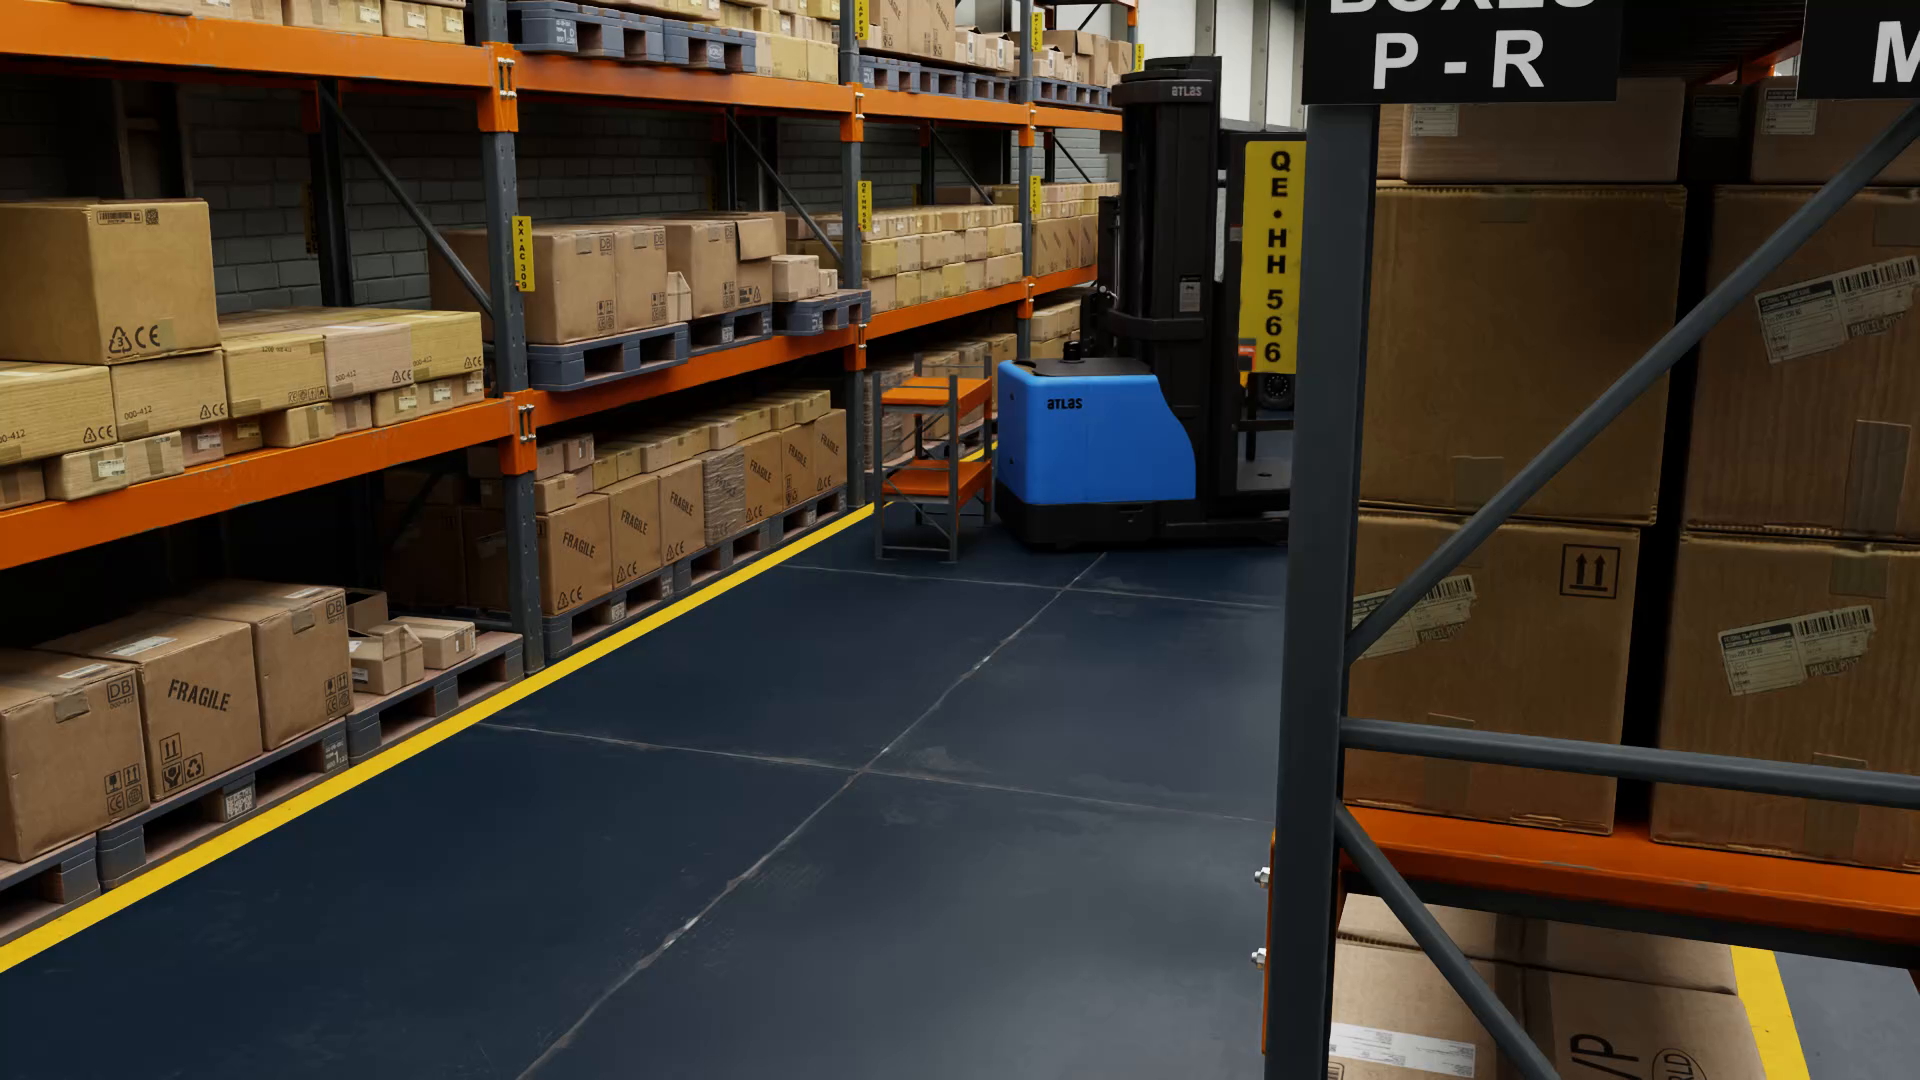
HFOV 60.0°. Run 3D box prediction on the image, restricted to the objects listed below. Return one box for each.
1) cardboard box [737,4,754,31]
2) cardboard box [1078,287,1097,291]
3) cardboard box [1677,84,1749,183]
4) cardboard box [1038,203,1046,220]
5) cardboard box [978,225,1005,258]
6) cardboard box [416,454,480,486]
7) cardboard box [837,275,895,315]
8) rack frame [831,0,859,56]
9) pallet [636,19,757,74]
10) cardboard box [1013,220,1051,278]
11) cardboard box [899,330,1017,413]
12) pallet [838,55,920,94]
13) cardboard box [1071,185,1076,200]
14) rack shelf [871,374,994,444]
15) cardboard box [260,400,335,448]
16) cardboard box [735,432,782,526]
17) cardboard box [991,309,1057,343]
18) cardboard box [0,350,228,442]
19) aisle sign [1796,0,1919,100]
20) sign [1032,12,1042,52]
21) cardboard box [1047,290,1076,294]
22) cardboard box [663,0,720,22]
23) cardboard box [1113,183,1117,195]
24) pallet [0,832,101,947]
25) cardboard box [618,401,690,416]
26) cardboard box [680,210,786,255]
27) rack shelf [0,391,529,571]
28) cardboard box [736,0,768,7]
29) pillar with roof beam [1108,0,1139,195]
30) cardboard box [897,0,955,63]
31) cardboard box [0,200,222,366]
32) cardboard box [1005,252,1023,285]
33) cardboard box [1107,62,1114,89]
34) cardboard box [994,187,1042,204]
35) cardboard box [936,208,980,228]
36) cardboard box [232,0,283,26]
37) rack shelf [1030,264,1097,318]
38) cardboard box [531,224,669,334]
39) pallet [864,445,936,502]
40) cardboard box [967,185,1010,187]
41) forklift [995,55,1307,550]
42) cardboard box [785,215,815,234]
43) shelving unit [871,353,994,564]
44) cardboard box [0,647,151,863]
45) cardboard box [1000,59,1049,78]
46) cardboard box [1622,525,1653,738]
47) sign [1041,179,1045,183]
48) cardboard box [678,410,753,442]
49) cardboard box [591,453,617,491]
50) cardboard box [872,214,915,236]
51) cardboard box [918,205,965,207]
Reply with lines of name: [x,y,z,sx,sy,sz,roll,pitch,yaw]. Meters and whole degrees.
cardboard box: [-1.415,-3.000,9.590,0.380,0.149,0.250,4,14,19]
cardboard box: [1.585,-2.636,18.284,0.500,0.250,0.500,5,14,20]
cardboard box: [1.354,-0.646,2.647,0.380,0.149,0.250,5,14,20]
cardboard box: [0.579,-3.029,15.336,0.380,0.149,0.250,5,14,20]
cardboard box: [0.068,-2.501,13.920,0.500,0.250,0.500,4,13,17]
cardboard box: [-2.517,-0.333,8.423,0.380,0.149,0.250,4,14,18]
cardboard box: [-0.774,-1.722,11.628,0.500,0.250,0.500,4,14,19]
rack frame: [-1.149,-4.644,10.611,1.000,3.000,0.127,4,14,18]
pallet: [-1.833,-2.599,8.813,1.213,0.211,1.003,4,14,18]
cardboard box: [0.536,-2.685,15.285,0.500,0.500,0.500,4,13,17]
cardboard box: [-0.013,-1.498,14.702,0.875,0.625,0.625,5,14,21]
pallet: [-1.014,-3.239,11.620,1.213,0.211,1.003,5,14,21]
cardboard box: [0.934,-3.448,16.502,0.380,0.149,0.250,4,14,19]
rack shelf: [-0.154,-0.815,10.217,0.538,0.278,1.000,3,13,12]
cardboard box: [-2.599,-0.447,6.271,0.380,0.149,0.250,4,13,18]
cardboard box: [-1.421,-0.386,10.111,0.500,0.500,0.500,5,14,21]
cardboard box: [0.598,-1.992,15.464,0.500,0.250,0.500,4,13,18]
cardboard box: [-2.867,-0.505,5.628,0.500,0.250,0.500,4,13,17]
aisle sign: [1.211,-0.909,1.890,0.394,0.787,0.004,4,14,18]
sign: [0.662,-4.392,14.380,0.100,0.325,0.005,4,14,18]
cardboard box: [0.946,-2.562,17.961,0.500,0.250,0.500,4,14,18]
cardboard box: [-1.497,-2.830,8.802,0.380,0.149,0.250,5,14,20]
cardboard box: [1.472,-3.769,17.908,0.380,0.149,0.250,4,14,18]
pallet: [-3.456,1.141,5.015,1.003,0.211,1.213,4,14,18]
cardboard box: [-1.905,-0.771,10.343,0.380,0.149,0.250,4,13,16]
cardboard box: [-1.464,-1.875,10.796,0.500,0.500,0.500,5,14,21]
rack shelf: [-3.091,-0.105,5.824,1.077,0.370,4.000,4,14,18]
cardboard box: [-1.321,-3.134,9.510,0.380,0.149,0.250,4,13,17]
pillar with roof beam: [6.376,-7.200,21.810,9.100,9.000,0.400,4,14,18]
cardboard box: [-0.355,-3.833,12.406,0.500,0.500,0.500,5,14,20]
cardboard box: [-2.851,-0.864,5.517,0.500,0.500,0.500,5,14,20]
cardboard box: [0.229,-2.363,14.438,0.500,0.250,0.500,5,14,20]
cardboard box: [1.376,-4.804,17.188,0.396,0.266,0.258,4,14,19]
cardboard box: [0.529,-3.117,15.053,0.380,0.149,0.250,5,14,20]
cardboard box: [-0.055,-2.619,13.541,0.380,0.149,0.250,4,13,17]
cardboard box: [-2.656,-1.907,5.926,0.380,0.149,0.250,5,14,20]
rack shelf: [0.792,-2.632,16.894,1.077,0.370,4.000,4,14,18]
cardboard box: [-1.908,-1.325,8.385,0.700,0.500,0.500,5,14,19]
pallet: [-0.846,-0.530,12.336,1.003,0.211,1.213,4,14,18]
cardboard box: [0.280,-3.377,16.193,0.380,0.149,0.250,4,13,17]
forklift: [1.796,-1.508,10.507,3.031,2.935,1.130,-2,13,-10]
cardboard box: [-1.257,-2.230,11.836,0.380,0.149,0.250,5,14,20]
shelving unit: [-0.154,-0.530,10.283,0.538,1.125,1.048,3,13,12]
cardboard box: [-3.137,0.680,5.441,0.700,0.500,0.500,5,14,21]
cardboard box: [0.577,-4.227,14.923,0.380,0.149,0.250,5,14,20]
cardboard box: [1.524,0.084,3.153,0.500,0.500,0.500,4,13,18]
sign: [0.916,-3.905,18.734,0.100,0.325,0.005,4,14,18]
cardboard box: [-1.464,-0.682,9.953,0.380,0.149,0.250,4,13,18]
cardboard box: [-1.987,-0.354,8.515,0.380,0.149,0.250,4,13,15]
cardboard box: [-0.551,-2.298,12.134,0.380,0.149,0.250,5,14,19]
cardboard box: [-0.172,-2.868,14.629,0.380,0.149,0.250,4,13,17]
